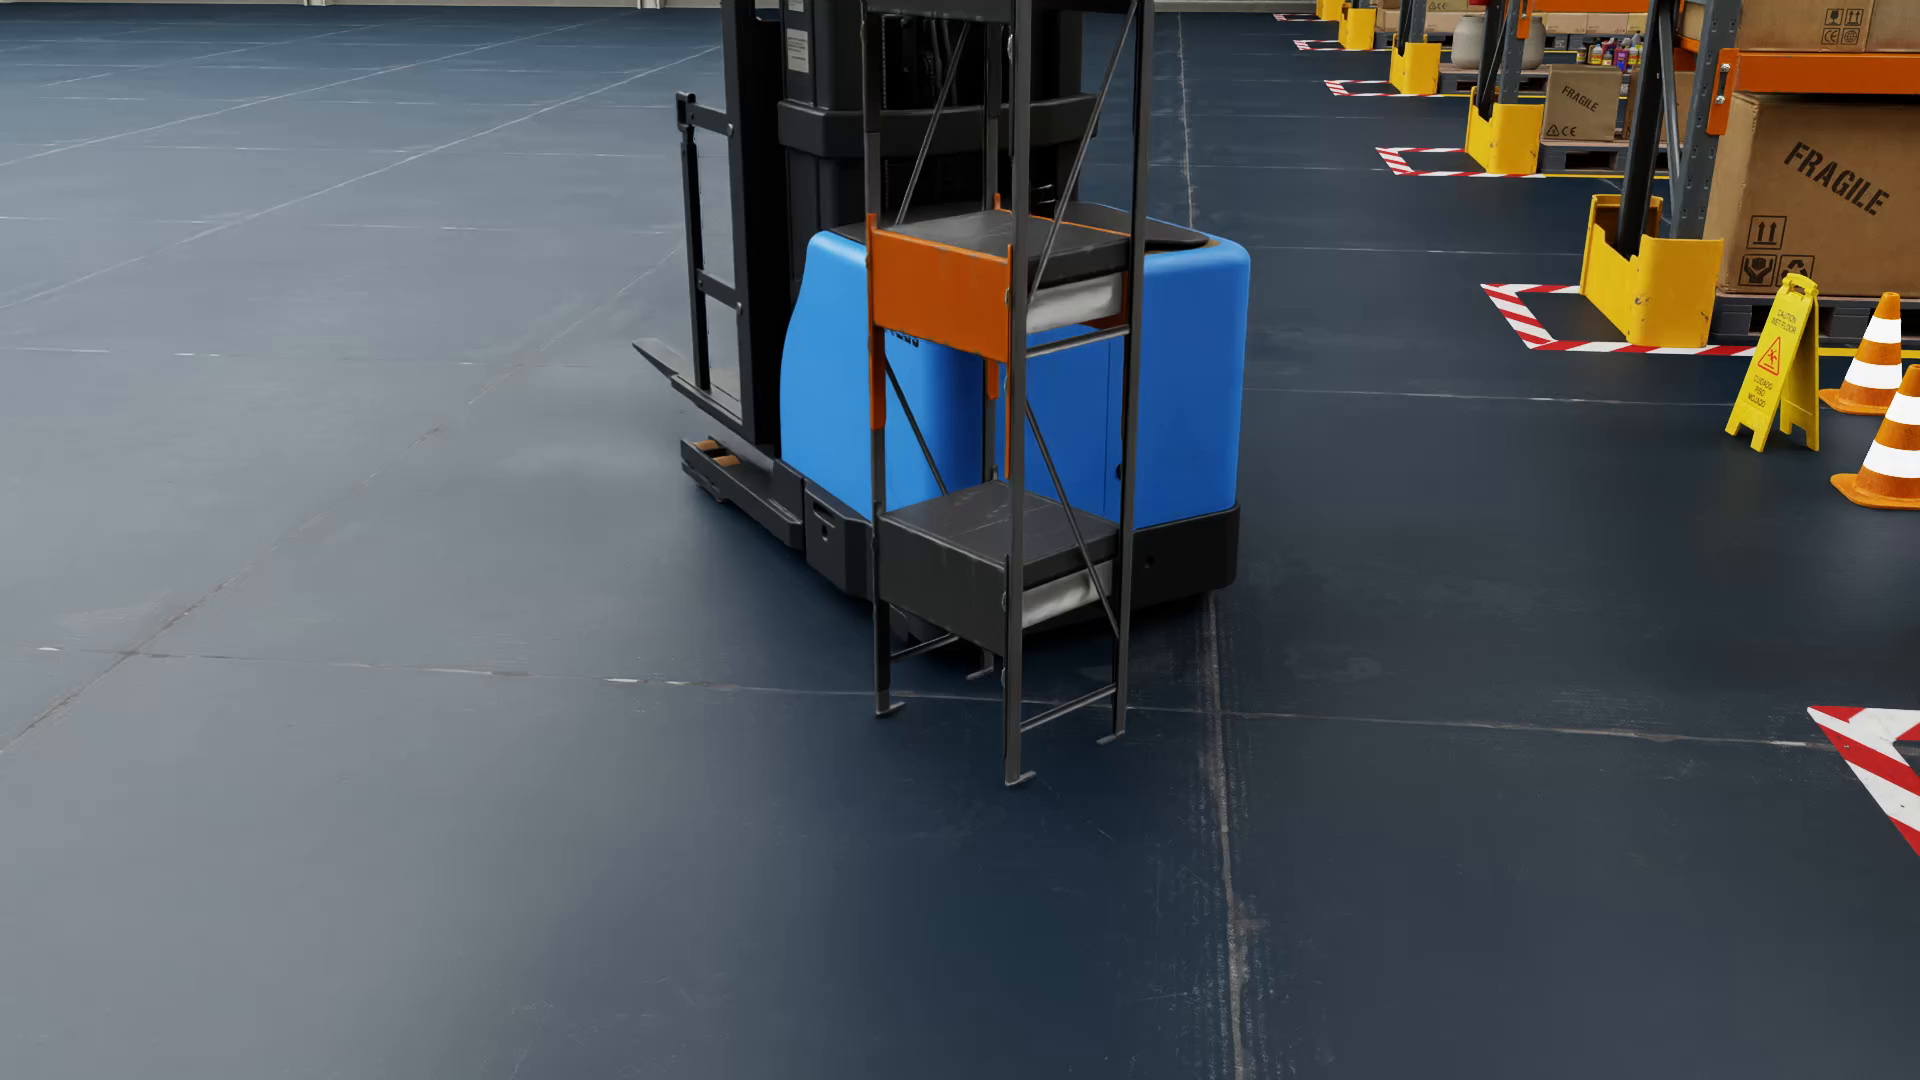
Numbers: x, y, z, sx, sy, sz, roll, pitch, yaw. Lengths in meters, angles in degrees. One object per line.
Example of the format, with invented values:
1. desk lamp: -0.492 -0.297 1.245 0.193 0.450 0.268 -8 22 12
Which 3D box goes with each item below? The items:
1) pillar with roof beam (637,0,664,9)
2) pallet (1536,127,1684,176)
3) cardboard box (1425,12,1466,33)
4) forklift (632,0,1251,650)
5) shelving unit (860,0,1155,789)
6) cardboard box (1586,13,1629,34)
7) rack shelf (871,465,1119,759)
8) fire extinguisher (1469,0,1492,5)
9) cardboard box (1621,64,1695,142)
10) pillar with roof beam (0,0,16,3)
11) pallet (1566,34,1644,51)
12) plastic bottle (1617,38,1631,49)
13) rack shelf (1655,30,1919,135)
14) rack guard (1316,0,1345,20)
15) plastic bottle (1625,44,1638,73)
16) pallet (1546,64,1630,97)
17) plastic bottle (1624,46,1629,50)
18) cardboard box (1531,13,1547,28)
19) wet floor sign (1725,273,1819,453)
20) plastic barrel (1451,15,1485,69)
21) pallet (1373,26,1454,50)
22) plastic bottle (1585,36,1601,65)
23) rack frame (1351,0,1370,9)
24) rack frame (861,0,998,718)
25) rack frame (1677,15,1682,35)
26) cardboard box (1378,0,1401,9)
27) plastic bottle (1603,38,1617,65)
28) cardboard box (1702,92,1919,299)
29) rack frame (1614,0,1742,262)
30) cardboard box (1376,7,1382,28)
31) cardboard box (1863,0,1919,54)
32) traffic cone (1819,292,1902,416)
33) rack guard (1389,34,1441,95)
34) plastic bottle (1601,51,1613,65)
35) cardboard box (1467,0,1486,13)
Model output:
1. pillar with roof beam: -5.810 -11.751 22.924 0.400 9.000 9.100 2 22 6
2. pallet: 4.946 -2.955 12.627 1.213 0.211 1.003 2 22 6
3. cardboard box: 6.241 -6.712 21.505 0.500 0.250 0.500 2 22 6
4. forklift: -0.336 -1.564 5.410 1.130 2.935 3.031 -12 24 -27
5. shelving unit: 0.099 -0.503 3.856 0.431 2.100 0.503 -18 28 -38
6. cardboard box: 8.228 -6.629 21.296 0.500 0.250 0.500 2 22 6
7. rack shelf: 0.099 0.161 4.118 0.431 0.518 0.480 -18 28 -38
8. fire extinguisher: 4.008 -4.440 12.697 0.183 0.674 0.296 2 22 6
9. cardboard box: 5.284 -3.289 12.509 0.500 0.500 0.500 8 23 20
10. pillar with roof beam: -17.726 -12.271 24.238 0.400 9.000 9.100 2 22 6
11. pallet: 8.425 -6.500 21.593 1.213 0.211 1.003 2 22 6
12. plastic bottle: 6.911 -5.103 17.374 0.135 0.276 0.152 2 22 5
13. rack shelf: 5.370 -2.076 7.588 4.000 0.370 1.077 2 22 6
14. rack guard: 5.892 -8.563 26.419 0.348 0.500 1.175 2 22 6
15. plastic bottle: 6.755 -4.840 16.715 0.097 0.271 0.097 0 22 0
16. pallet: 6.746 -4.738 17.137 1.213 0.211 1.003 2 22 6
17. plastic bottle: 6.915 -5.022 17.271 0.097 0.201 0.097 0 22 0
18. cardboard box: 7.233 -6.666 21.391 0.500 0.250 0.500 2 22 6
19. wet floor sign: 3.122 -0.680 6.282 0.232 0.644 0.267 -1 22 -3
20. plastic barrel: 5.313 -5.149 17.197 0.421 0.512 0.421 0 22 0
21. pallet: 6.002 -6.605 21.860 1.213 0.211 1.003 2 22 6
22. plastic bottle: 6.644 -5.135 17.445 0.133 0.283 0.061 3 22 8
23. rack frame: 5.237 -7.920 21.392 0.127 3.000 1.000 2 22 6
24. rack frame: -0.063 -0.570 4.025 0.400 2.100 0.015 -18 28 -38
25. rack frame: 9.210 -7.747 20.955 0.127 3.000 1.000 2 22 6
26. cardboard box: 5.805 -7.271 21.899 0.500 0.500 0.500 2 22 6
27. plastic bottle: 6.761 -5.074 17.290 0.133 0.283 0.061 2 22 6
28. cardboard box: 4.065 -1.699 7.975 0.875 0.875 0.875 3 22 7
29. rack frame: 3.384 -2.497 7.675 0.127 3.000 1.000 2 22 6
30. cardboard box: 5.805 -6.921 22.035 0.500 0.250 0.500 2 22 6
31. cardboard box: 4.306 -2.551 7.609 0.550 0.550 0.875 2 22 6
32. traffic cone: 3.744 -0.775 6.772 0.334 0.463 0.336 2 22 6
33. rack guard: 4.732 -4.963 17.313 0.348 0.500 1.175 2 22 6
34. plastic bottle: 6.517 -4.818 16.754 0.097 0.201 0.097 0 22 0
35. cardboard box: 6.739 -7.043 21.323 0.500 0.500 0.500 2 22 6
